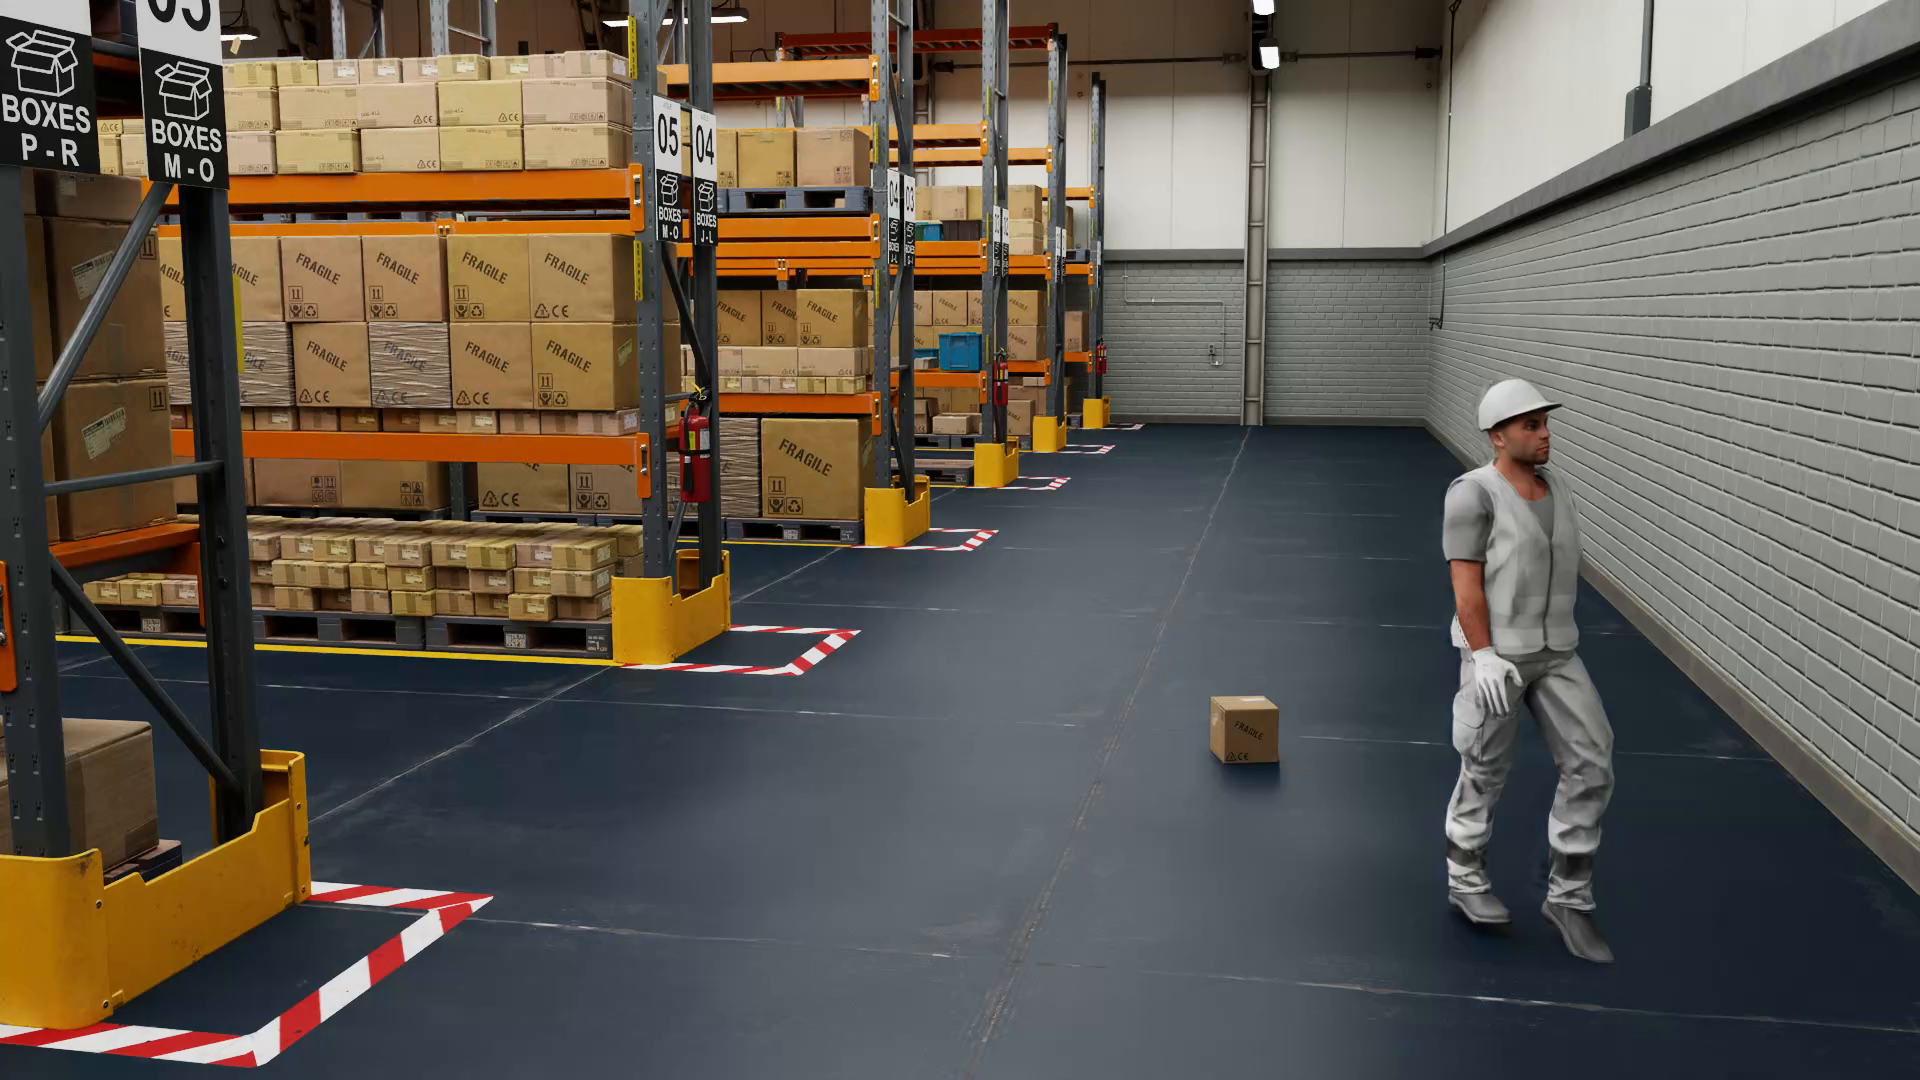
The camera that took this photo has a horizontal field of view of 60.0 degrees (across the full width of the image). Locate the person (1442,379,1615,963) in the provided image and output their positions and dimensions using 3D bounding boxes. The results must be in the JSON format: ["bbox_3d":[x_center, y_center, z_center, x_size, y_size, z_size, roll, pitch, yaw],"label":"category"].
[{"bbox_3d":[1.795,0.414,5.277,0.540,1.837,0.565,-3,8,-20],"label":"person"}]
